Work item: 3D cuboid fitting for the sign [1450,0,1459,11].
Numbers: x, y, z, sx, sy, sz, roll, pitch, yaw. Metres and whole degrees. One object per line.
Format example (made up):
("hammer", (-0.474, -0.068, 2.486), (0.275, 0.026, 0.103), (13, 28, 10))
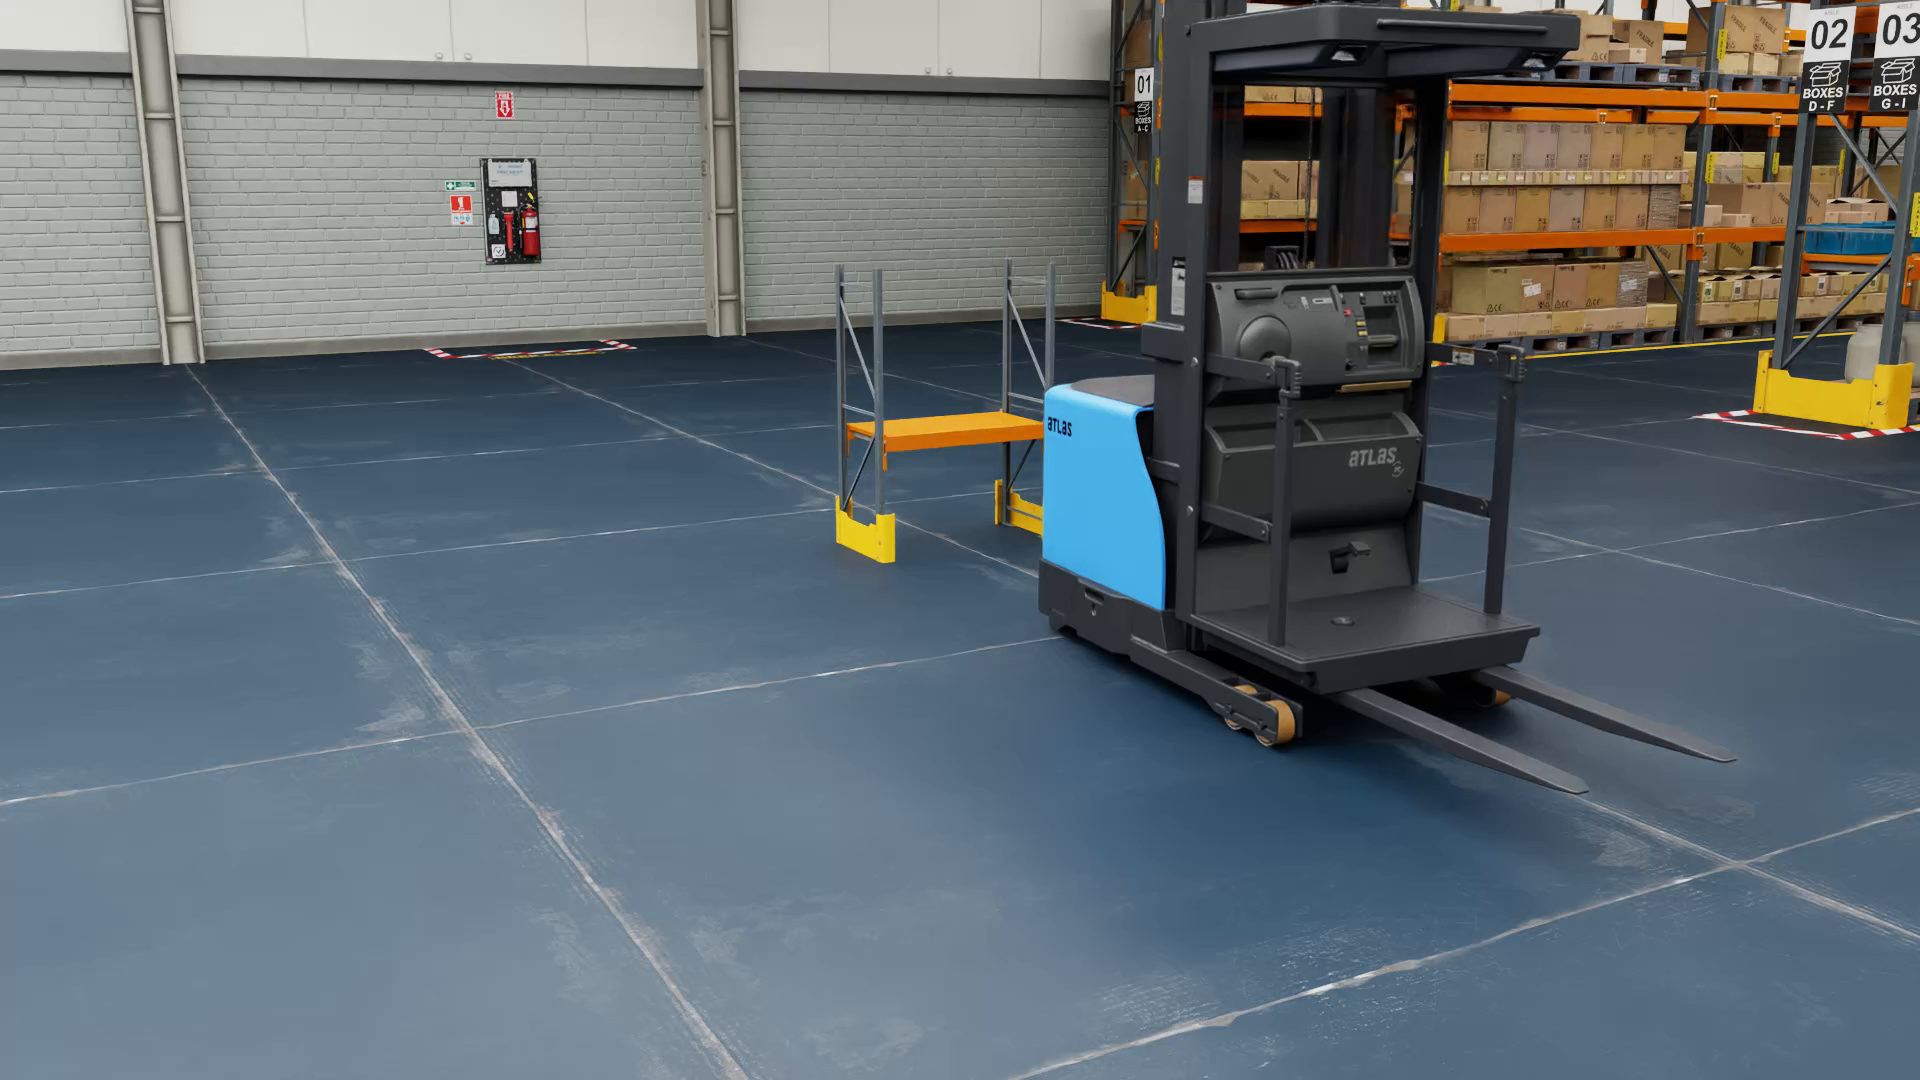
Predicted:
("sign", (4.874, -5.205, 16.402), (0.005, 0.325, 0.100), (-7, 14, -28))

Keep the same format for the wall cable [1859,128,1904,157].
("wall cable", (16.951, -6.834, 30.330), (1.851, 1.984, 0.084), (-7, 14, -28))

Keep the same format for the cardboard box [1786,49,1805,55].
("cardboard box", (13.529, -7.631, 26.804), (0.500, 0.500, 0.500), (-7, 14, -28))

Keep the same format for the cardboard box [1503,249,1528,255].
("cardboard box", (8.121, -4.407, 24.843), (0.500, 0.250, 0.500), (-7, 14, -27))

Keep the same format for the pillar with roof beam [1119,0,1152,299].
("pillar with roof beam", (4.499, -6.676, 18.277), (0.400, 9.000, 9.100), (-7, 14, -28))

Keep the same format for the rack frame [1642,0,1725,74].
("rack frame", (8.124, -6.732, 18.525), (0.127, 3.000, 1.000), (-7, 14, -28))

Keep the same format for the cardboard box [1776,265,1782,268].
("cardboard box", (10.577, -3.307, 21.002), (0.500, 0.311, 0.500), (-7, 15, -29))

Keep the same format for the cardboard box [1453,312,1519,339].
("cardboard box", (5.627, -2.314, 17.867), (0.500, 0.250, 0.500), (-7, 14, -28))

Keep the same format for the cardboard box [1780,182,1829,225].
("cardboard box", (10.170, -4.095, 20.244), (0.500, 0.500, 0.500), (-8, 15, -31))

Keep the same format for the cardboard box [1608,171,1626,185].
("cardboard box", (7.094, -3.993, 18.317), (0.250, 0.149, 0.380), (-7, 14, -28))

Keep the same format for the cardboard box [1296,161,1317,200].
("cardboard box", (4.598, -4.848, 22.405), (0.500, 0.500, 0.500), (-7, 15, -29))

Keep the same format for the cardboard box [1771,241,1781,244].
("cardboard box", (13.945, -5.068, 28.056), (0.250, 0.149, 0.380), (-7, 15, -30))

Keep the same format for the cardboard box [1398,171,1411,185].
("cardboard box", (4.857, -3.826, 17.573), (0.250, 0.149, 0.380), (-7, 15, -29))

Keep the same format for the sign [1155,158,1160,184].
("sign", (2.496, -4.656, 20.994), (0.005, 0.325, 0.100), (-7, 14, -28))

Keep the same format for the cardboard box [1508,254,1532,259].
("cardboard box", (8.143, -4.057, 24.997), (0.500, 0.500, 0.700), (-7, 14, -28))

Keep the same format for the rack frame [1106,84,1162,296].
("rack frame", (2.236, -4.338, 21.554), (0.127, 3.000, 1.000), (-7, 14, -28))

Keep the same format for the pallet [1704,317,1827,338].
("pallet", (9.824, -2.659, 20.442), (1.213, 0.211, 1.003), (-7, 14, -28))

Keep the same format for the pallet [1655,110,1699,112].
("pallet", (10.778, -6.747, 25.857), (1.213, 0.211, 1.003), (-6, 14, -25))

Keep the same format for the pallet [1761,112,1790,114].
("pallet", (13.492, -7.105, 27.217), (1.213, 0.211, 1.003), (-7, 14, -28))

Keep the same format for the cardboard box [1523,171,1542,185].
("cardboard box", (5.966, -3.858, 17.715), (0.250, 0.149, 0.380), (-7, 15, -30))

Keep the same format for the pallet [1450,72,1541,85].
("pallet", (5.246, -4.874, 17.302), (1.213, 0.211, 1.003), (-7, 14, -28))

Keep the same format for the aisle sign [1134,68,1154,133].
("aisle sign", (2.317, -5.541, 20.978), (0.004, 0.787, 0.394), (-7, 14, -28))

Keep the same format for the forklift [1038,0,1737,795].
("forklift", (1.439, -0.809, 6.029), (1.130, 2.935, 3.031), (-6, 14, -25))

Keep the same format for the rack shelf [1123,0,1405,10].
("rack shelf", (3.992, -7.123, 21.910), (4.000, 0.370, 1.077), (-7, 14, -28))

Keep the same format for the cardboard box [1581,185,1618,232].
("cardboard box", (6.835, -3.697, 18.477), (0.500, 0.500, 0.700), (-7, 14, -27))

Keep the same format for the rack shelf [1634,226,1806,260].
("rack shelf", (9.879, -3.664, 20.197), (4.000, 0.370, 1.077), (-7, 14, -28))

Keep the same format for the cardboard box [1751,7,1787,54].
("cardboard box", (9.173, -5.887, 19.283), (0.500, 0.500, 0.500), (-5, 14, -22))

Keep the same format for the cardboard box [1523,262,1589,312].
("cardboard box", (6.508, -2.784, 18.246), (0.500, 0.500, 0.500), (-7, 14, -28))

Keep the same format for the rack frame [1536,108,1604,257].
("rack frame", (9.258, -5.180, 25.294), (0.127, 3.000, 1.000), (-7, 14, -28))

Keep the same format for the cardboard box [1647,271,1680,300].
("cardboard box", (8.342, -3.040, 19.813), (0.500, 0.311, 0.500), (-7, 14, -28))

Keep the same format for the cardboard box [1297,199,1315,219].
("cardboard box", (4.601, -4.481, 22.483), (0.500, 0.250, 0.500), (-7, 14, -28))

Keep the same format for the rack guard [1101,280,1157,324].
("rack guard", (2.303, -3.127, 21.864), (0.348, 0.500, 1.175), (-7, 14, -28))

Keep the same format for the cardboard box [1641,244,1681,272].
("cardboard box", (10.738, -4.479, 26.119), (0.750, 0.750, 0.750), (-7, 14, -28))

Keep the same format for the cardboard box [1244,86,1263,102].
("cardboard box", (3.592, -5.952, 21.620), (0.500, 0.500, 0.500), (-6, 14, -25))

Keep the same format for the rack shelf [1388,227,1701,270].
("rack shelf", (6.368, -3.243, 18.328), (4.000, 0.370, 1.077), (-7, 14, -28))

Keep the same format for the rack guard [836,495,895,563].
("rack guard", (-0.504, -0.062, 8.813), (0.087, 0.250, 0.587), (-7, 14, -28))

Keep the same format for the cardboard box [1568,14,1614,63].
("cardboard box", (6.618, -5.443, 18.120), (0.637, 0.503, 0.797), (-5, 14, -22))

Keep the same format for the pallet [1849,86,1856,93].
("pallet", (11.082, -5.508, 20.351), (1.003, 0.211, 1.213), (-6, 14, -25))

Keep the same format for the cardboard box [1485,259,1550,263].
("cardboard box", (6.251, -2.887, 18.705), (0.500, 0.500, 0.500), (-7, 14, -28))

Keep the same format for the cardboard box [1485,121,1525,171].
("cardboard box", (5.534, -4.174, 17.643), (0.500, 0.500, 0.700), (-7, 15, -29))

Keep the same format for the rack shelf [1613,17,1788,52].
("rack shelf", (11.014, -7.771, 25.693), (4.000, 0.370, 1.077), (-7, 14, -28))

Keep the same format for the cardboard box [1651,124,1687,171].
("cardboard box", (7.737, -4.439, 18.817), (0.500, 0.500, 0.700), (-7, 14, -28))

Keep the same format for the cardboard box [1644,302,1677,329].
("cardboard box", (7.822, -2.577, 19.035), (0.500, 0.250, 0.500), (-7, 14, -28))

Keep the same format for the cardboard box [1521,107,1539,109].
("cardboard box", (8.076, -6.585, 24.424), (0.637, 0.503, 0.797), (-5, 14, -20))

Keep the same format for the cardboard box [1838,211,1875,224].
("cardboard box", (10.978, -3.955, 20.424), (0.250, 0.149, 0.380), (-7, 14, -28))

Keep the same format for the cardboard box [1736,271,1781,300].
("cardboard box", (9.502, -3.044, 19.830), (0.500, 0.311, 0.500), (-7, 15, -30))

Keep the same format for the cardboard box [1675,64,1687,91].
("cardboard box", (11.016, -7.145, 25.963), (0.500, 0.500, 0.700), (-7, 14, -28))

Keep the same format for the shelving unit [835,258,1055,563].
("shelving unit", (-0.067, -0.724, 8.909), (1.083, 1.500, 0.587), (-7, 14, -28))

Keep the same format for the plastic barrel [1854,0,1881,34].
("plastic barrel", (7.349, -4.382, 12.984), (0.708, 0.830, 0.600), (-7, 14, -28))

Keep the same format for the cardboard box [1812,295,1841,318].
("cardboard box", (10.396, -2.879, 20.378), (0.500, 0.250, 0.500), (-6, 14, -27))

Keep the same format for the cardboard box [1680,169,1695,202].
("cardboard box", (11.161, -5.547, 25.974), (0.500, 0.500, 0.500), (-6, 14, -26))
